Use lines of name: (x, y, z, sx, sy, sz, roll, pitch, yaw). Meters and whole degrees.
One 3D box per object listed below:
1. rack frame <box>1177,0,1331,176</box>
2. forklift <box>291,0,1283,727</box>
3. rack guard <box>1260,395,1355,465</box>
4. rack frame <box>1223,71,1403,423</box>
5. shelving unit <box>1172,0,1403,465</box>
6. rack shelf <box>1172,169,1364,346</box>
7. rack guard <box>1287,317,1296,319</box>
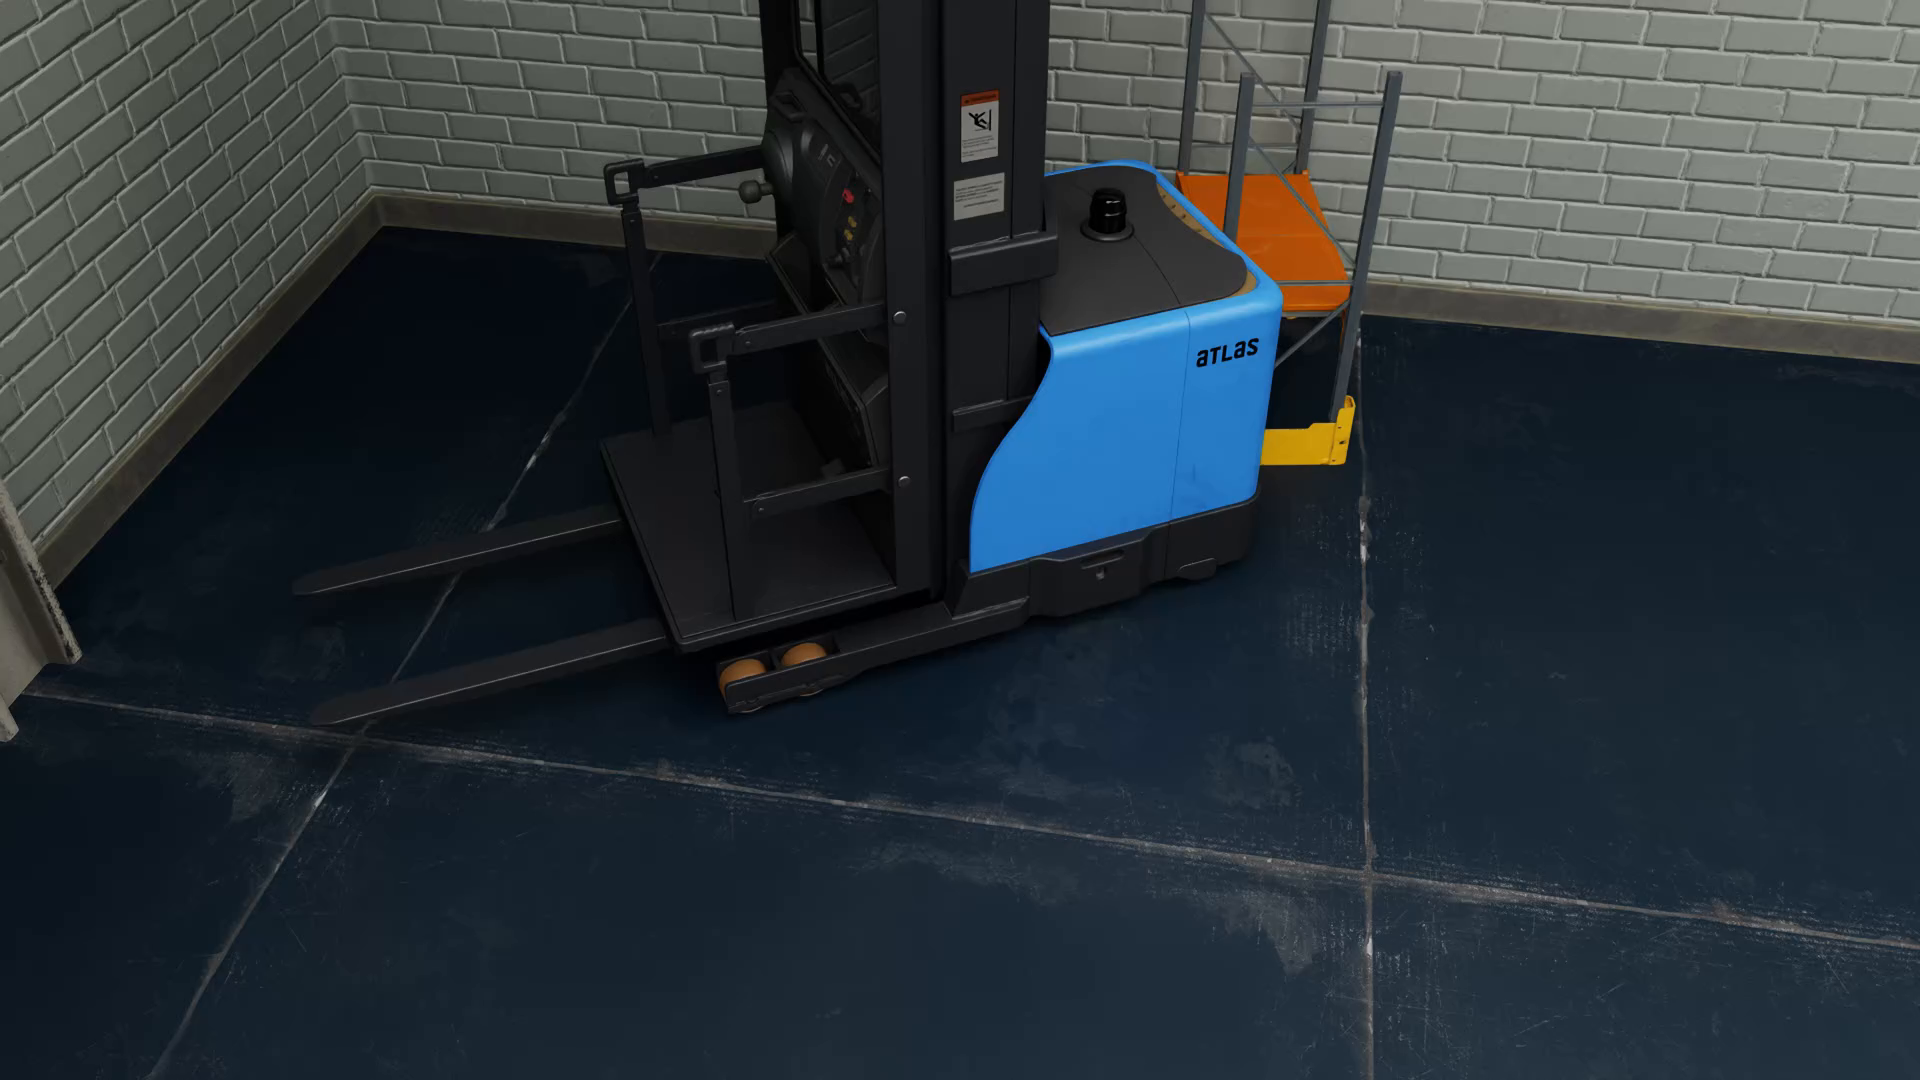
rack frame: (1.095, -1.511, 6.401, 0.500, 1.500, 0.032, -1, 40, -1)
forklift: (-0.578, -0.982, 4.638, 3.031, 2.935, 1.130, -14, 42, -17)
rack guard: (1.119, -0.394, 6.031, 0.587, 0.250, 0.087, -1, 40, -1)
rack frame: (1.119, -0.864, 5.618, 0.500, 1.500, 0.032, -1, 40, -1)
shelving unit: (1.107, -1.193, 6.016, 0.587, 1.500, 1.083, -1, 40, -1)
rack shelf: (1.107, -1.049, 6.124, 0.538, 0.185, 1.000, -1, 40, -1)
rack guard: (1.095, -1.029, 6.798, 0.587, 0.250, 0.087, -1, 40, -1)
